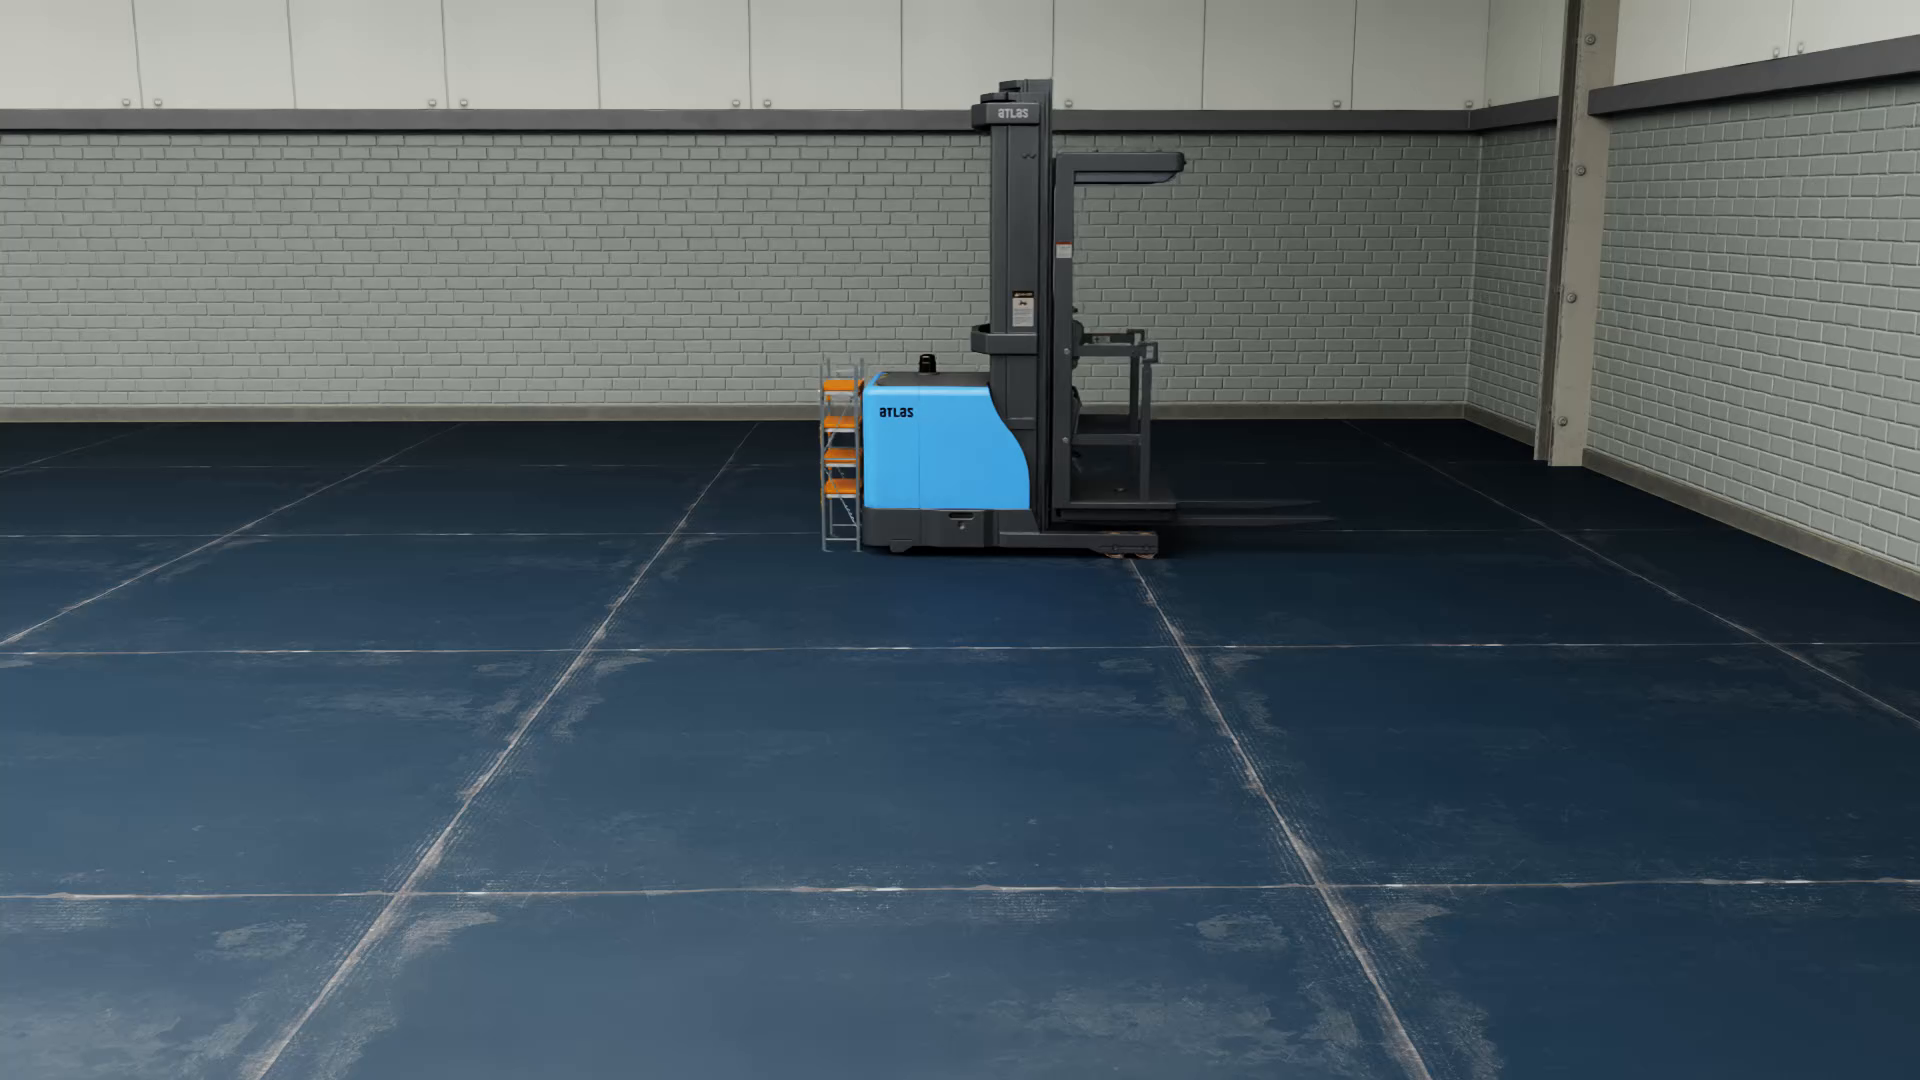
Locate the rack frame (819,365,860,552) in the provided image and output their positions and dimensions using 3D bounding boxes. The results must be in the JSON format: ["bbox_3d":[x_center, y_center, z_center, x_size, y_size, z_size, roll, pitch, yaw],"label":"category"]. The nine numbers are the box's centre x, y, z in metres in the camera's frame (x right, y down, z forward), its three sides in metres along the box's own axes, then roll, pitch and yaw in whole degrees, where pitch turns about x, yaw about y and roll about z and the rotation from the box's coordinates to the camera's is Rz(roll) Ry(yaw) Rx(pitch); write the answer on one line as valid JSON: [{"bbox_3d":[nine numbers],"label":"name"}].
[{"bbox_3d":[-0.763,-0.512,10.564,0.240,1.200,0.015,0,11,1],"label":"rack frame"}]

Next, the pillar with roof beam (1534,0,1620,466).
[{"bbox_3d":[0.871,-5.063,13.380,9.100,9.000,0.400,0,11,-1],"label":"pillar with roof beam"}]

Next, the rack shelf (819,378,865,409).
[{"bbox_3d":[-0.758,-0.945,10.725,0.258,0.148,0.480,0,11,1],"label":"rack shelf"}]

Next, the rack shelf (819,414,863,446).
[{"bbox_3d":[-0.758,-0.714,10.772,0.258,0.148,0.480,0,11,1],"label":"rack shelf"}]

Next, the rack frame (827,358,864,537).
[{"bbox_3d":[-0.753,-0.609,11.043,0.240,1.200,0.015,0,11,1],"label":"rack frame"}]

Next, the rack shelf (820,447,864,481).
[{"bbox_3d":[-0.758,-0.494,10.817,0.258,0.148,0.480,0,11,1],"label":"rack shelf"}]

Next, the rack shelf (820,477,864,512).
[{"bbox_3d":[-0.758,-0.300,10.856,0.258,0.148,0.480,0,11,1],"label":"rack shelf"}]

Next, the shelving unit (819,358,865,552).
[{"bbox_3d":[-0.758,-0.560,10.804,0.258,1.200,0.503,0,11,1],"label":"shelving unit"}]

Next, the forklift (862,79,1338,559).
[{"bbox_3d":[0.904,-1.424,10.708,3.031,2.935,1.130,0,11,2],"label":"forklift"}]
